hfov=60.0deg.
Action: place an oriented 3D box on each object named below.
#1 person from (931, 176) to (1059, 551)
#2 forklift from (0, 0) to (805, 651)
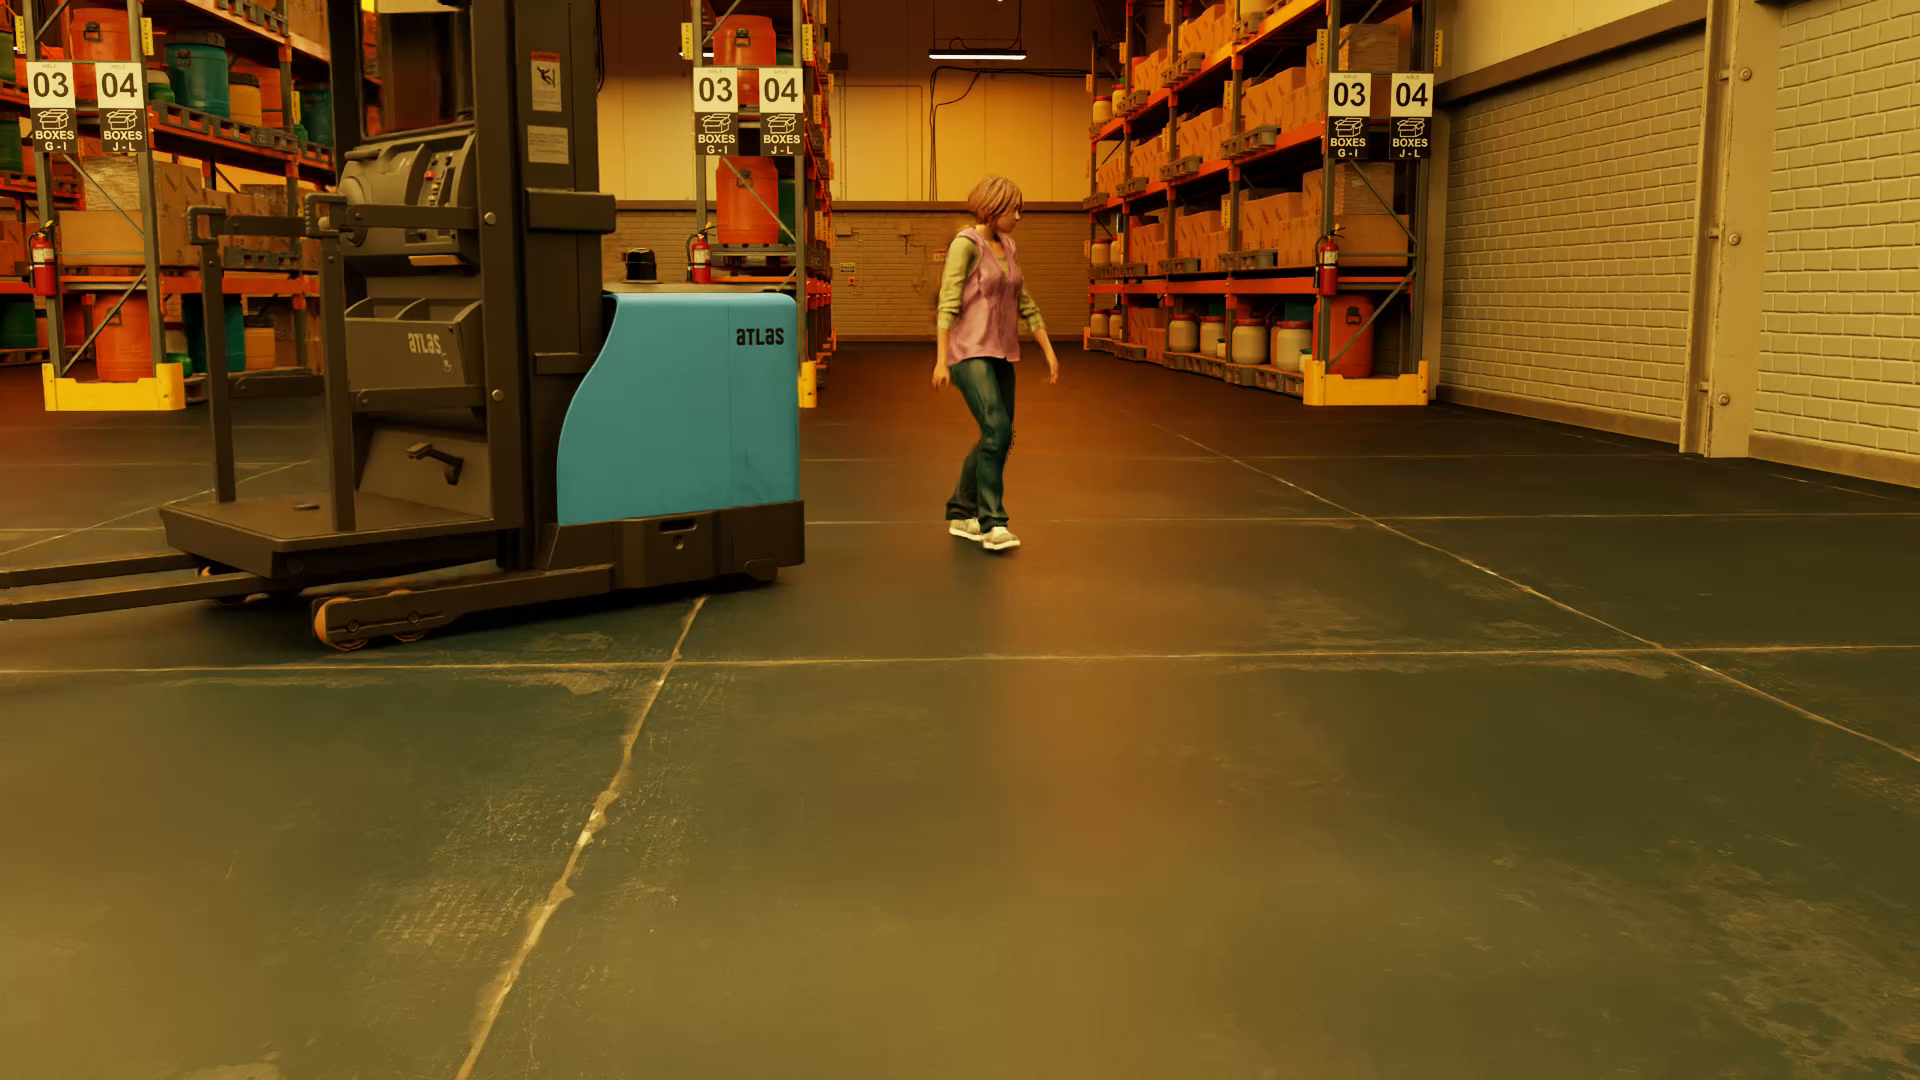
[{"bbox_3d":[0.125,-0.752,7.090,0.616,1.559,0.532,6,10,36],"label":"person"},{"bbox_3d":[-2.005,-1.198,5.401,3.031,2.935,1.130,-8,11,-42],"label":"forklift"}]
